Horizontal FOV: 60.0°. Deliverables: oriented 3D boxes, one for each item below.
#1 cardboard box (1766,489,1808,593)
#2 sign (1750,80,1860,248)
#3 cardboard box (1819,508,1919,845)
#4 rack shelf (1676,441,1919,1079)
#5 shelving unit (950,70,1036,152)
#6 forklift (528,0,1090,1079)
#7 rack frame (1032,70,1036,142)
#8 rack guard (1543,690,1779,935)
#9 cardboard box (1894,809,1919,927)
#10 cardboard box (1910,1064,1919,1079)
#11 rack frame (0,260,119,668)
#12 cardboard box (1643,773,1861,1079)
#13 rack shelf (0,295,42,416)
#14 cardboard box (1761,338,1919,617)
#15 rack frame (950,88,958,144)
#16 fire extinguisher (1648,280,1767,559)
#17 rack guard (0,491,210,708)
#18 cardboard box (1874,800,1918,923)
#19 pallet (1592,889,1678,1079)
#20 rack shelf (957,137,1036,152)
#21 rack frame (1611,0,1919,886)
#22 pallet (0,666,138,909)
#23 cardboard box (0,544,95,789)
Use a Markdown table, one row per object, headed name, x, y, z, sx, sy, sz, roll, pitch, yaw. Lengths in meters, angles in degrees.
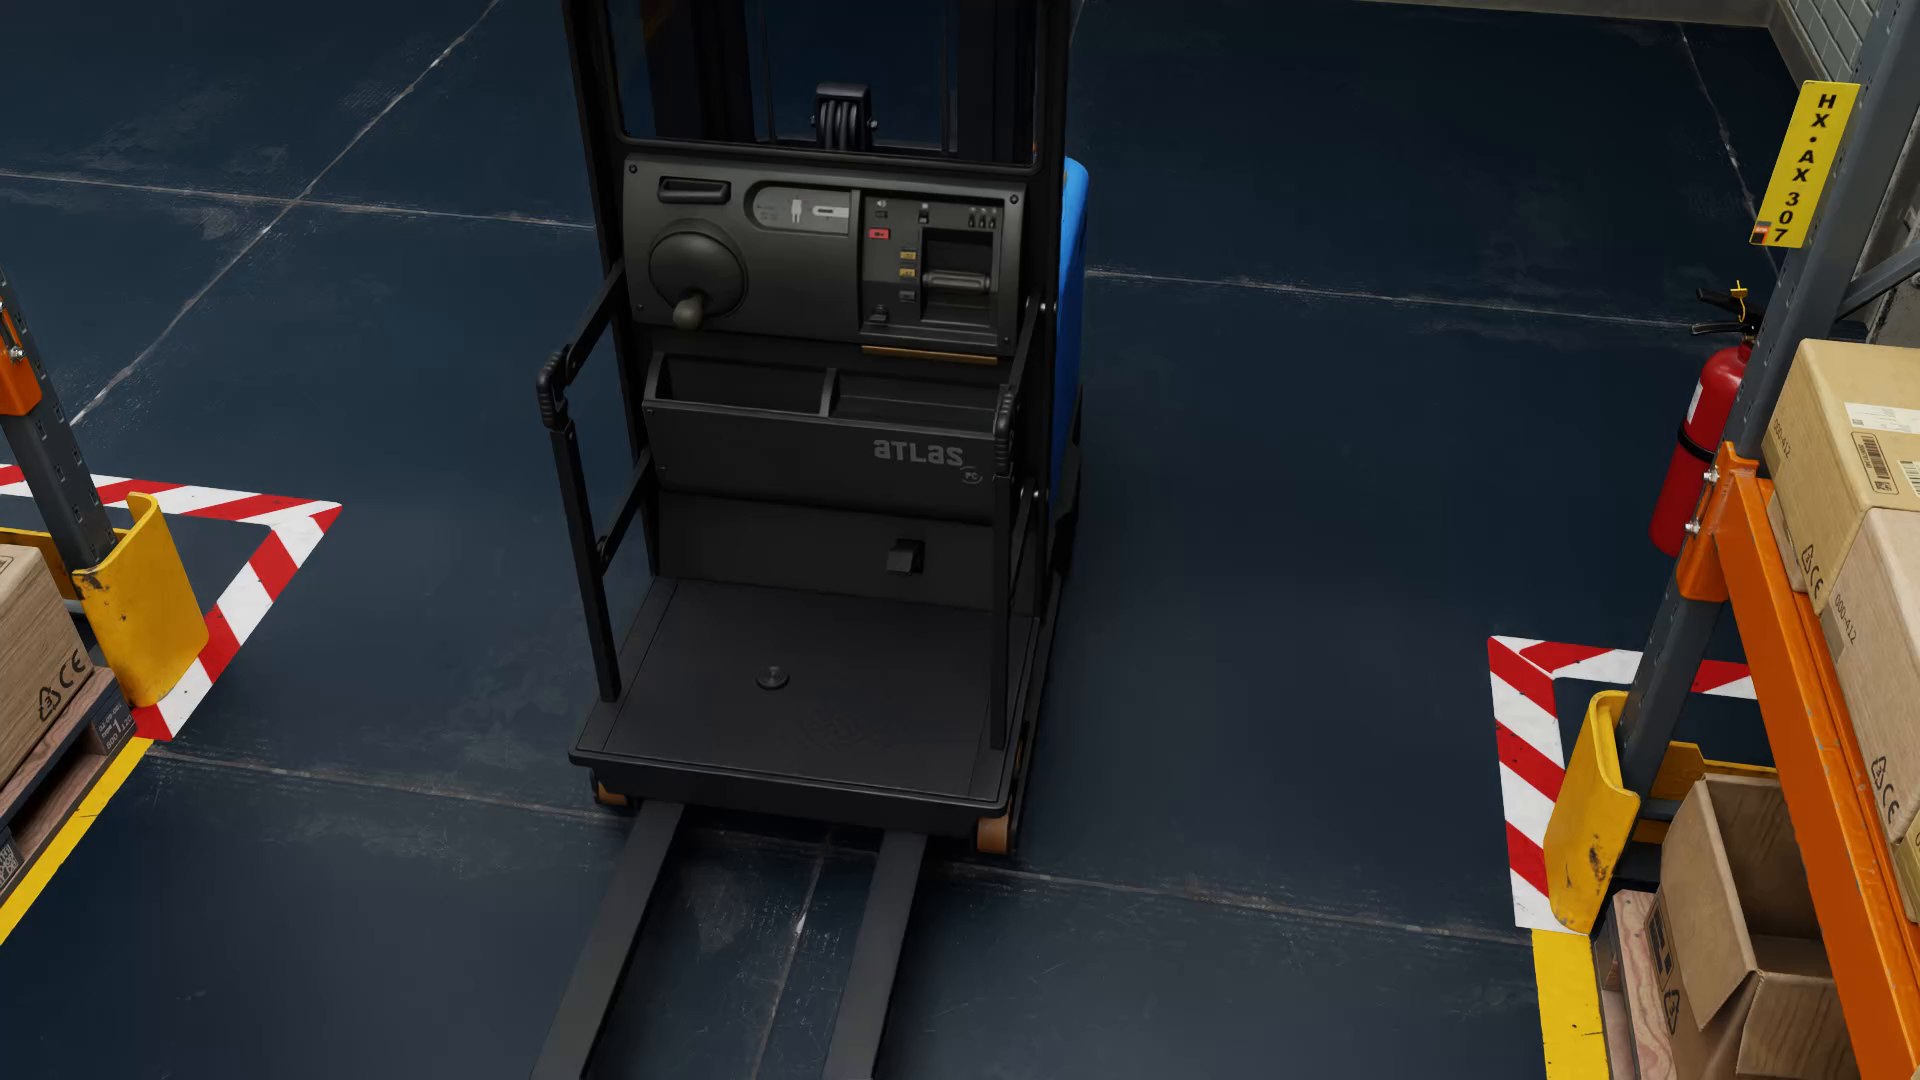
| name | x | y | z | sx | sy | sz | roll | pitch | yaw |
| --- | --- | --- | --- | --- | --- | --- | --- | --- | --- |
| cardboard box | 1.753 | -0.016 | 3.113 | 0.380 | 0.149 | 0.250 | 6 | 40 | 7 |
| sign | 1.545 | -0.682 | 3.042 | 0.100 | 0.325 | 0.005 | 6 | 40 | 8 |
| cardboard box | 1.649 | 0.226 | 2.507 | 0.500 | 0.250 | 0.500 | 7 | 40 | 8 |
| rack shelf | 1.734 | 1.243 | 1.957 | 1.077 | 0.370 | 4.000 | 6 | 40 | 8 |
| shelving unit | 0.100 | -0.923 | 5.419 | 0.258 | 1.200 | 0.189 | 5 | 38 | 6 |
| forklift | -0.351 | -0.574 | 3.644 | 1.130 | 2.935 | 3.031 | 6 | 40 | 7 |
| rack frame | 0.112 | -0.978 | 5.491 | 0.240 | 1.200 | 0.006 | 5 | 38 | 6 |
| rack guard | 2.067 | 0.722 | 3.984 | 1.175 | 0.500 | 0.348 | 6 | 40 | 8 |
| cardboard box | 1.564 | 0.544 | 2.122 | 0.500 | 0.250 | 0.500 | 6 | 40 | 7 |
| cardboard box | 1.481 | 0.787 | 2.141 | 0.380 | 0.149 | 0.250 | 5 | 40 | 6 |
| rack frame | -2.810 | -0.834 | 3.905 | 1.000 | 3.000 | 0.127 | 6 | 40 | 8 |
| cardboard box | 1.881 | 0.885 | 3.456 | 0.797 | 0.503 | 0.637 | 5 | 40 | 6 |
| rack shelf | -3.156 | 0.698 | 2.616 | 1.077 | 0.370 | 4.000 | 6 | 40 | 8 |
| cardboard box | 1.736 | -0.091 | 2.890 | 0.500 | 0.250 | 0.500 | 7 | 40 | 8 |
| rack frame | 0.087 | -0.868 | 5.347 | 0.240 | 1.200 | 0.006 | 5 | 38 | 6 |
| fire extinguisher | 1.650 | -0.259 | 3.562 | 0.296 | 0.674 | 0.183 | 6 | 40 | 8 |
| rack guard | -2.805 | 0.114 | 4.719 | 1.175 | 0.500 | 0.348 | 6 | 40 | 8 |
| cardboard box | 1.639 | 0.469 | 2.526 | 0.380 | 0.149 | 0.250 | 8 | 40 | 9 |
| pallet | 1.930 | 1.334 | 3.471 | 1.003 | 0.211 | 1.213 | 6 | 40 | 8 |
| rack shelf | 0.101 | -1.174 | 5.228 | 0.258 | 0.103 | 0.180 | 5 | 38 | 6 |
| rack frame | 2.080 | -0.289 | 3.246 | 1.000 | 3.000 | 0.127 | 6 | 40 | 8 |
| pallet | -2.871 | 0.751 | 4.176 | 1.003 | 0.211 | 1.213 | 6 | 40 | 8 |
| cardboard box | -2.825 | 0.417 | 4.073 | 0.875 | 0.438 | 0.875 | 5 | 40 | 6 |
